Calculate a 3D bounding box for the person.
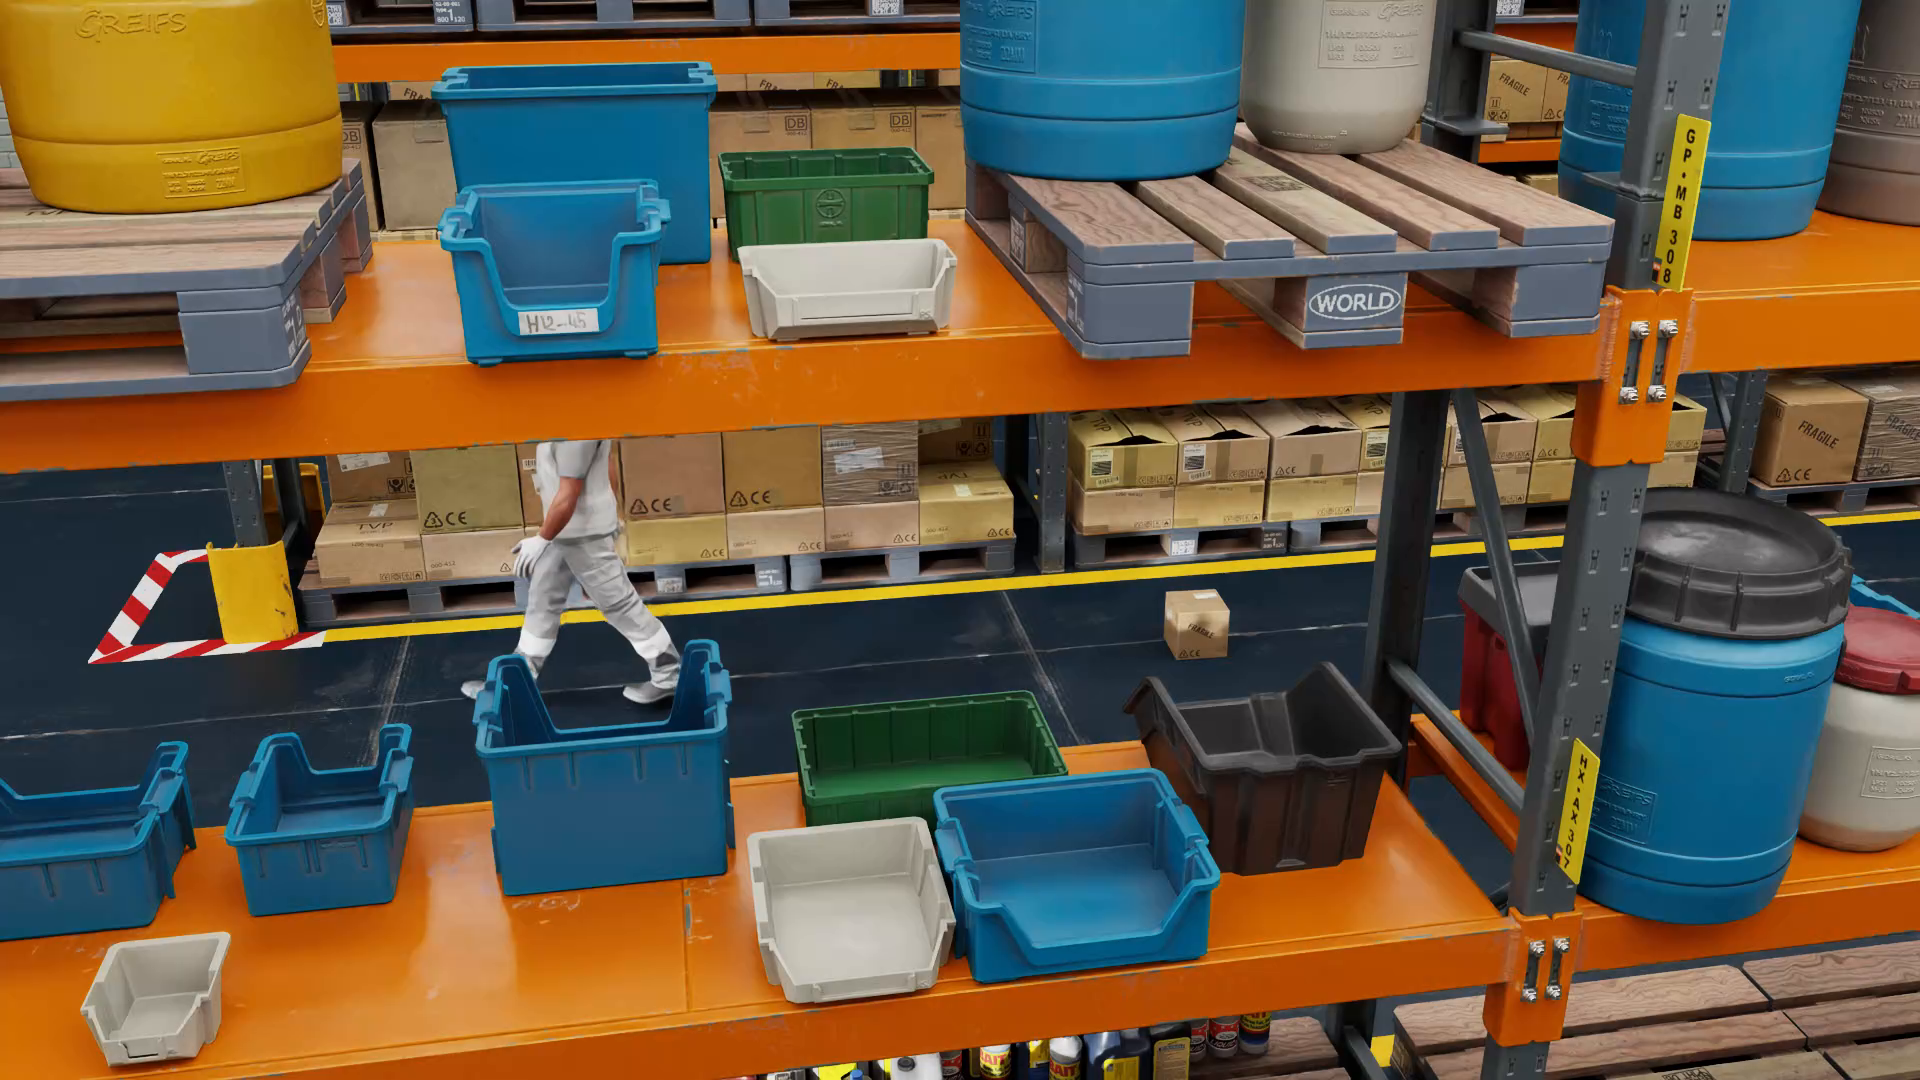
[{"bbox_3d":[-1.730,-0.058,7.178,1.020,1.734,0.587,-5,24,-11],"label":"person"}]
